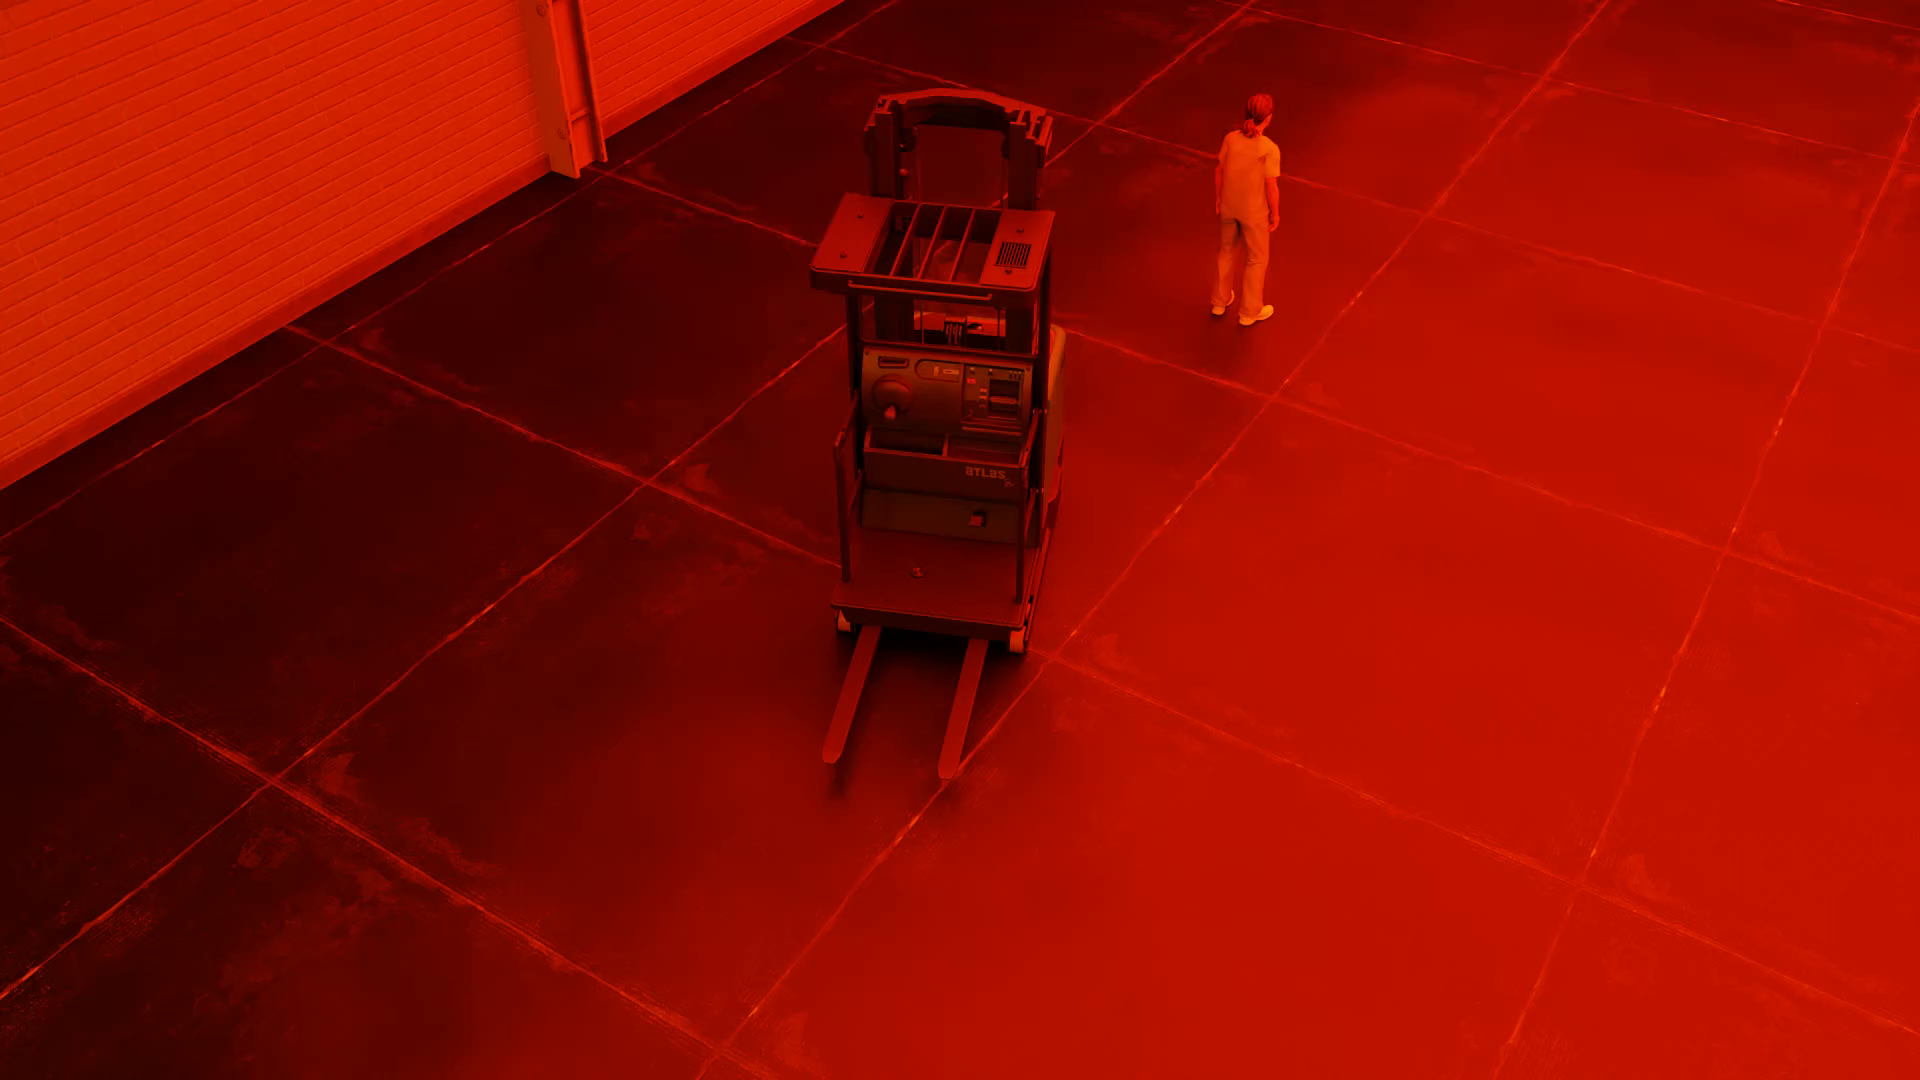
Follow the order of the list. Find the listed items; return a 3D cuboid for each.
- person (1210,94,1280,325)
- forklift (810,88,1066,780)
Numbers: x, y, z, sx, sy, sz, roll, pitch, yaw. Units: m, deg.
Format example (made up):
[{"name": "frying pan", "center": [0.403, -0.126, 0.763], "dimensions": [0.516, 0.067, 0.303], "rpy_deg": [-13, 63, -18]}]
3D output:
[{"name": "person", "center": [2.009, -2.317, 11.675], "dimensions": [0.504, 1.673, 0.353], "rpy_deg": [27, 47, 28]}, {"name": "forklift", "center": [-0.108, -0.731, 8.830], "dimensions": [1.130, 2.935, 3.031], "rpy_deg": [7, 41, 8]}]
